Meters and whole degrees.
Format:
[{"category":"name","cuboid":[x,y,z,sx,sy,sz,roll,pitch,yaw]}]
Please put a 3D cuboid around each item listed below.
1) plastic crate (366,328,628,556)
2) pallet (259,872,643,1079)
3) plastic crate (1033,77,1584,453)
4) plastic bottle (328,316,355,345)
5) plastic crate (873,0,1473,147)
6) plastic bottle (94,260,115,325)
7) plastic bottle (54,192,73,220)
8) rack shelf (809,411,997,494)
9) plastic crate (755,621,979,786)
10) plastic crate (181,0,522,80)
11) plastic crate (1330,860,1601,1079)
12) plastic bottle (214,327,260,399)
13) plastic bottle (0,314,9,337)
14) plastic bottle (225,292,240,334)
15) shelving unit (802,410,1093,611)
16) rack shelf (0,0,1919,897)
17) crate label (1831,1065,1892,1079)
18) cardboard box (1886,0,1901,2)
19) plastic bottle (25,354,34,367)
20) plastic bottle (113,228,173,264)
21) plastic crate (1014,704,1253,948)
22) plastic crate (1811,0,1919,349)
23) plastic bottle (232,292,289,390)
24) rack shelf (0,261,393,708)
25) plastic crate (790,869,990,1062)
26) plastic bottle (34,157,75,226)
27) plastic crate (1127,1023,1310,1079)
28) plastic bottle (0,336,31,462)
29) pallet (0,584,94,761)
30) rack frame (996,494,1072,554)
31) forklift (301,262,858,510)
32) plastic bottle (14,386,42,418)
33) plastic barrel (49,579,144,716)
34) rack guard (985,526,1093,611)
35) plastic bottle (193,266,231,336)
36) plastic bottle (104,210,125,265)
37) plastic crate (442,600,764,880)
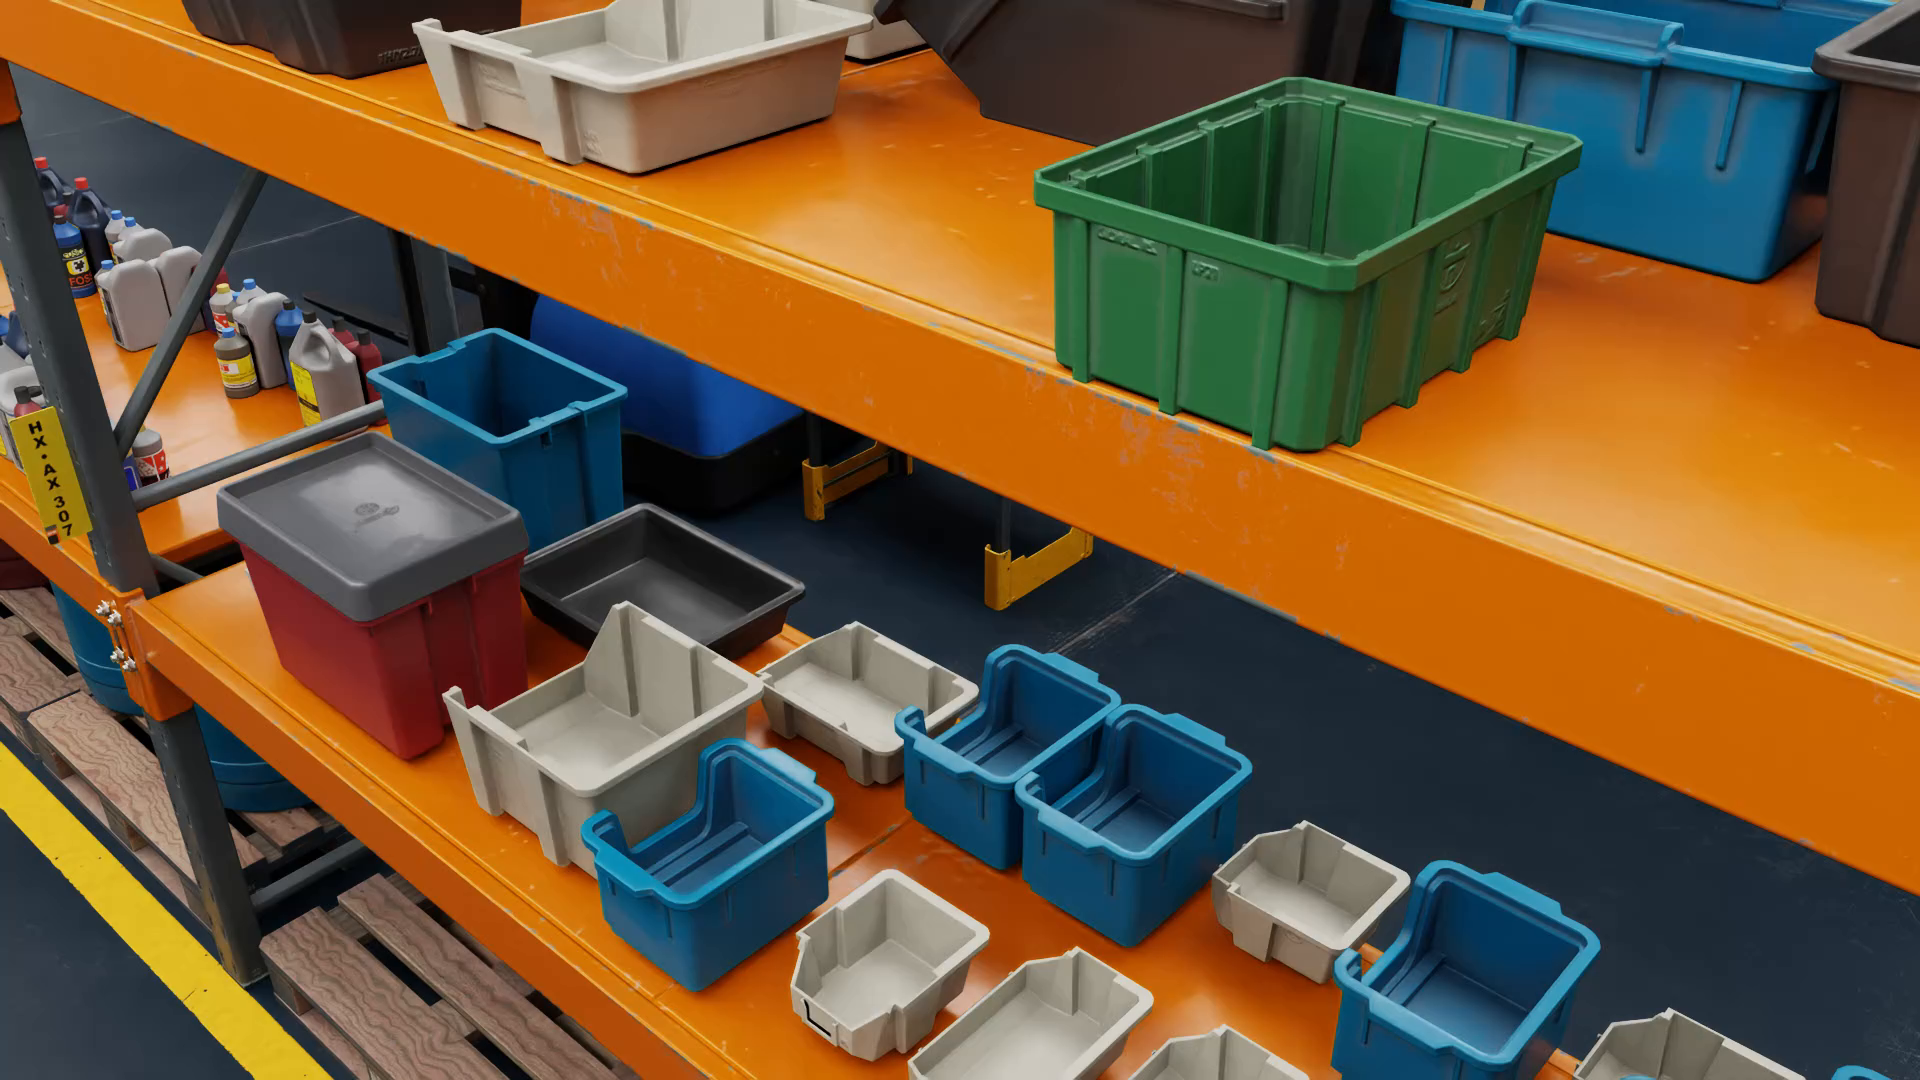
[{"category":"plastic crate","cuboid":[-1.137,-0.223,4.170,0.575,0.384,0.392,25,39,35]},{"category":"pallet","cuboid":[-1.140,1.199,4.554,1.213,0.211,1.003,25,39,35]},{"category":"plastic crate","cuboid":[0.331,-0.277,1.600,0.336,0.188,0.450,25,39,35]},{"category":"plastic bottle","cuboid":[-1.796,-0.522,4.821,0.133,0.283,0.061,25,39,35]},{"category":"plastic crate","cuboid":[0.306,-0.743,2.228,0.767,0.338,0.504,25,39,35]},{"category":"plastic bottle","cuboid":[-2.728,-0.803,5.368,0.097,0.201,0.097,0,31,0]},{"category":"plastic bottle","cuboid":[-3.049,-1.064,5.722,0.133,0.283,0.061,25,39,35]},{"category":"rack shelf","cuboid":[-0.063,-0.518,6.505,1.000,0.185,0.538,25,39,35]},{"category":"plastic crate","cuboid":[-0.219,0.340,3.475,0.466,0.136,0.293,25,39,35]},{"category":"plastic crate","cuboid":[-0.975,-0.930,2.604,0.590,0.269,0.497,25,39,35]},{"category":"plastic crate","cuboid":[0.804,0.756,2.690,0.300,0.233,0.416,25,39,35]},{"category":"plastic bottle","cuboid":[-2.140,-0.529,4.912,0.097,0.201,0.097,0,31,0]},{"category":"plastic bottle","cuboid":[-2.796,-0.548,4.877,0.097,0.271,0.097,0,31,0]},{"category":"plastic bottle","cuboid":[-2.210,-0.667,5.142,0.097,0.201,0.097,0,31,0]},{"category":"shelving unit","cuboid":[-0.057,-0.669,6.407,1.083,1.500,0.587,25,39,35]},{"category":"rack shelf","cuboid":[-0.229,-0.520,2.495,4.000,0.370,1.077,25,39,35]},{"category":"crate label","cuboid":[1.292,0.984,2.312,0.303,0.233,0.416,25,39,35]},{"category":"cardboard box","cuboid":[3.304,-1.616,5.460,0.500,0.500,0.500,26,40,36]},{"category":"plastic bottle","cuboid":[-2.516,-0.462,4.657,0.185,0.351,0.144,25,39,35]},{"category":"plastic bottle","cuboid":[-2.658,-0.889,5.438,0.135,0.276,0.152,25,39,35]},{"category":"plastic crate","cuboid":[0.316,0.528,3.069,0.300,0.233,0.416,25,39,35]},{"category":"plastic crate","cuboid":[1.156,-0.320,1.592,0.590,0.269,0.497,25,39,35]},{"category":"plastic bottle","cuboid":[-2.070,-0.615,4.983,0.135,0.276,0.152,25,39,35]},{"category":"rack shelf","cuboid":[-3.194,-0.619,5.568,4.000,0.370,1.077,25,39,35]},{"category":"plastic crate","cuboid":[-0.132,0.735,2.818,0.250,0.136,0.298,25,39,35]},{"category":"plastic bottle","cuboid":[-3.154,-1.155,5.808,0.185,0.351,0.144,25,39,35]},{"category":"plastic crate","cuboid":[0.323,0.917,2.515,0.243,0.136,0.396,25,39,35]},{"category":"plastic bottle","cuboid":[-2.613,-0.407,4.566,0.185,0.351,0.144,25,39,35]},{"category":"pallet","cuboid":[-3.164,0.254,6.123,1.213,0.211,1.003,25,39,35]},{"category":"rack frame","cuboid":[0.314,-0.496,6.120,0.032,1.500,0.500,25,39,35]},{"category":"forklift","cuboid":[-1.900,-1.975,7.190,3.031,2.935,1.130,21,37,30]},{"category":"plastic bottle","cuboid":[-2.423,-0.261,4.388,0.133,0.283,0.061,25,39,35]},{"category":"plastic barrel","cuboid":[-2.629,0.044,5.396,0.708,0.901,0.600,25,39,35]},{"category":"rack guard","cuboid":[0.313,0.039,6.443,0.087,0.250,0.587,25,39,35]},{"category":"plastic bottle","cuboid":[-2.356,-0.783,5.255,0.133,0.283,0.061,25,39,35]},{"category":"plastic bottle","cuboid":[-2.797,-0.971,5.580,0.097,0.271,0.097,0,31,0]},{"category":"plastic crate","cuboid":[-0.703,0.389,3.253,0.530,0.282,0.437,25,39,35]}]
